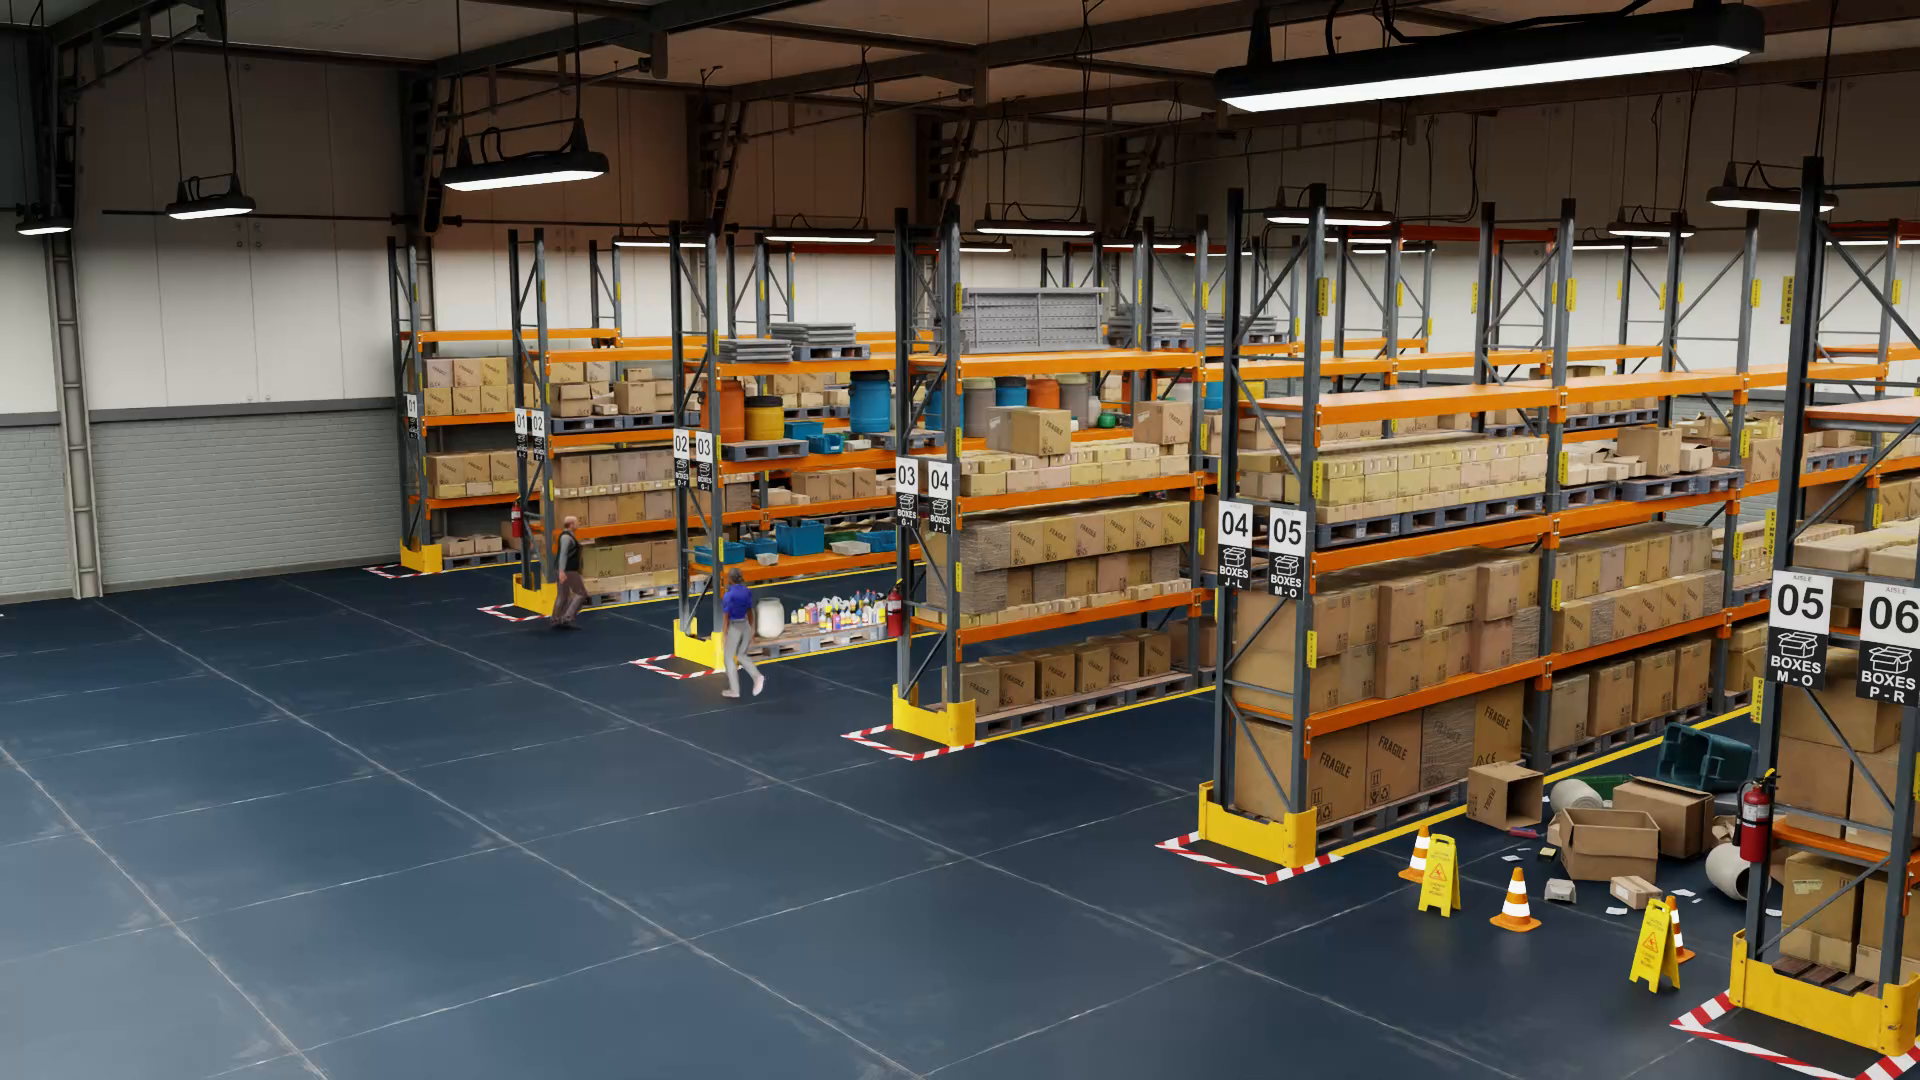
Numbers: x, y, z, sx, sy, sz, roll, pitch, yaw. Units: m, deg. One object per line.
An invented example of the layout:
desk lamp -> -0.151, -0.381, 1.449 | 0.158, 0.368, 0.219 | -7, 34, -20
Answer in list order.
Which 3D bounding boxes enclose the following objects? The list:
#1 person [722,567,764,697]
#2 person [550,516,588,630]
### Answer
person -> -2.750, 1.156, 20.768 | 0.544, 1.645, 0.473 | 6, 11, 36
person -> -5.911, 0.487, 24.949 | 0.540, 1.710, 0.549 | -5, 10, -28
